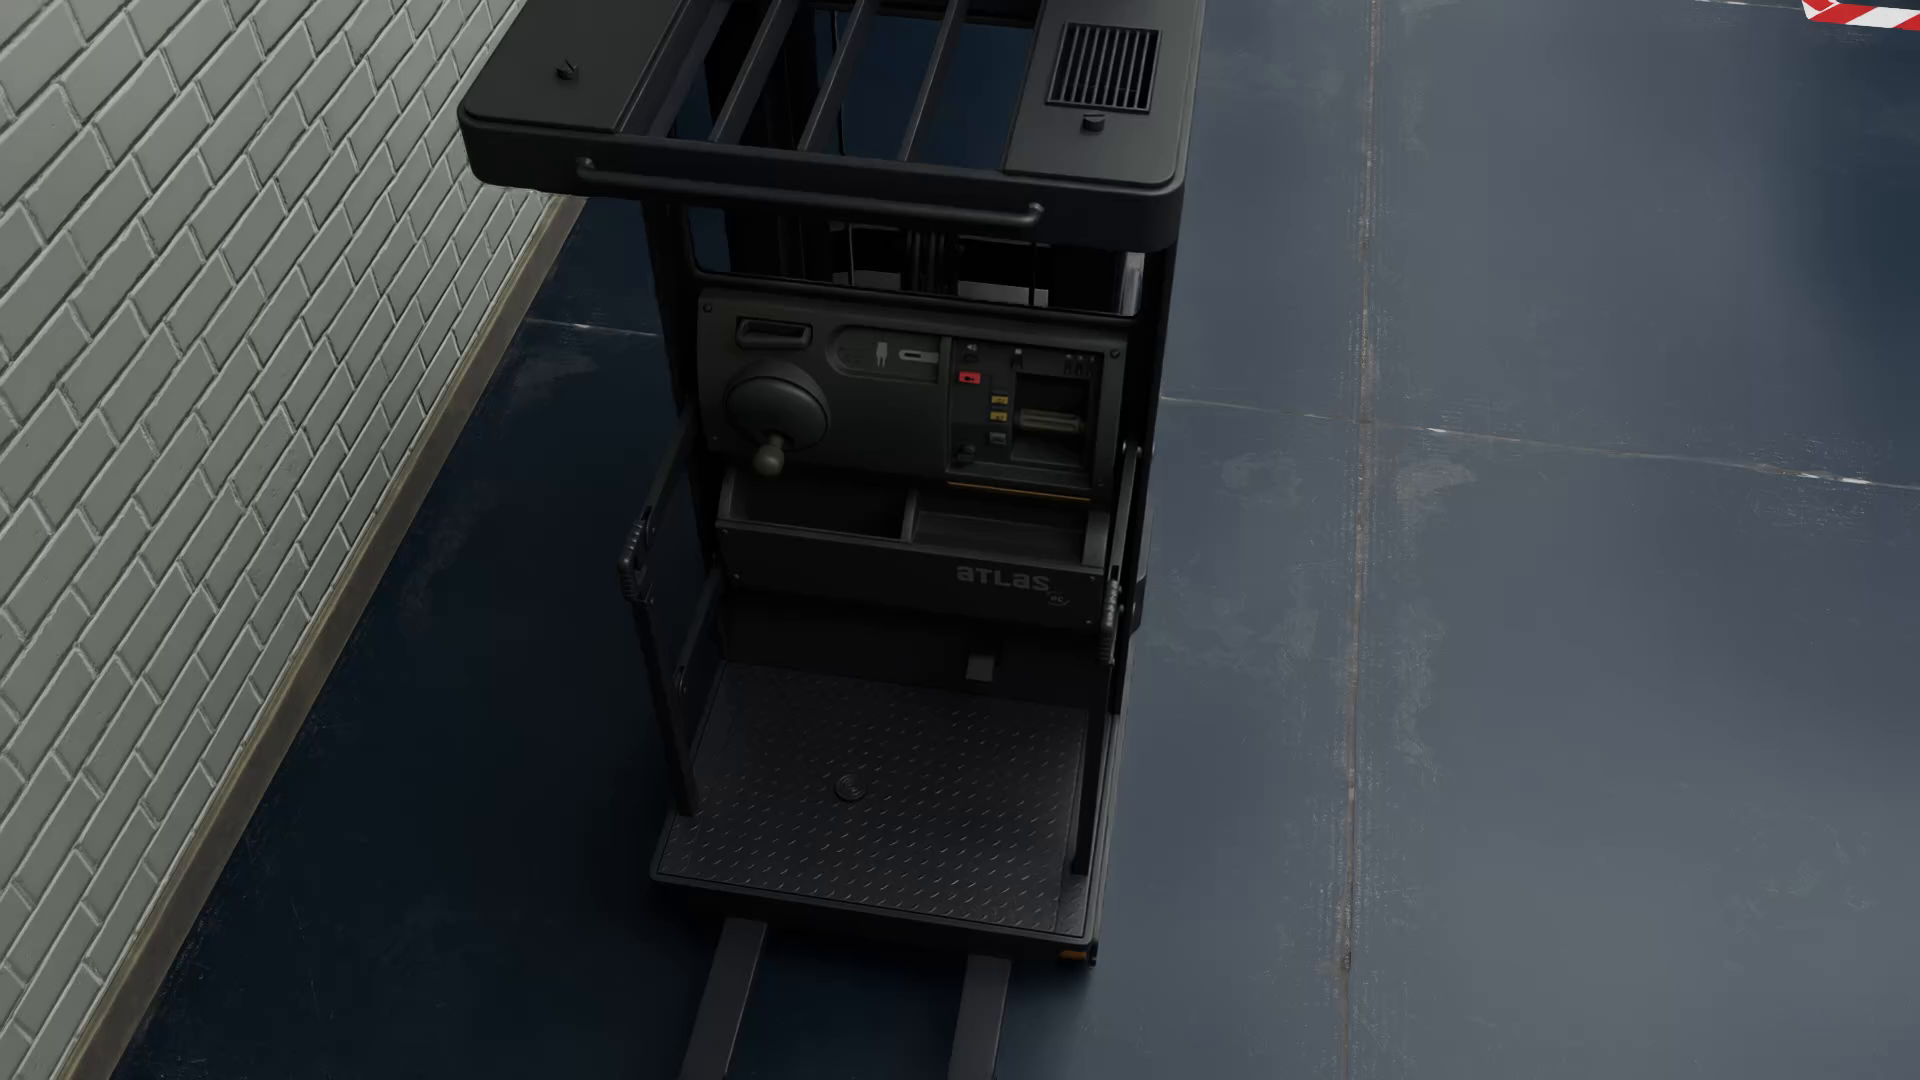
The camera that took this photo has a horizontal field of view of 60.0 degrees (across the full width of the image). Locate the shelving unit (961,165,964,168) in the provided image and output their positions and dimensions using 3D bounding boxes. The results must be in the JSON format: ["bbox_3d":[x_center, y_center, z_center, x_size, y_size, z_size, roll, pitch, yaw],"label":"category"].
[{"bbox_3d":[0.092,-0.744,5.314,0.210,0.900,0.258,6,48,6],"label":"shelving unit"}]

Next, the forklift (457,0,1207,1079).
[{"bbox_3d":[-0.147,-0.202,3.461,1.130,2.935,3.031,7,48,6],"label":"forklift"}]

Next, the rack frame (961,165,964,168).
[{"bbox_3d":[-0.009,-0.755,5.324,0.006,0.900,0.240,6,48,6],"label":"rack frame"}]
